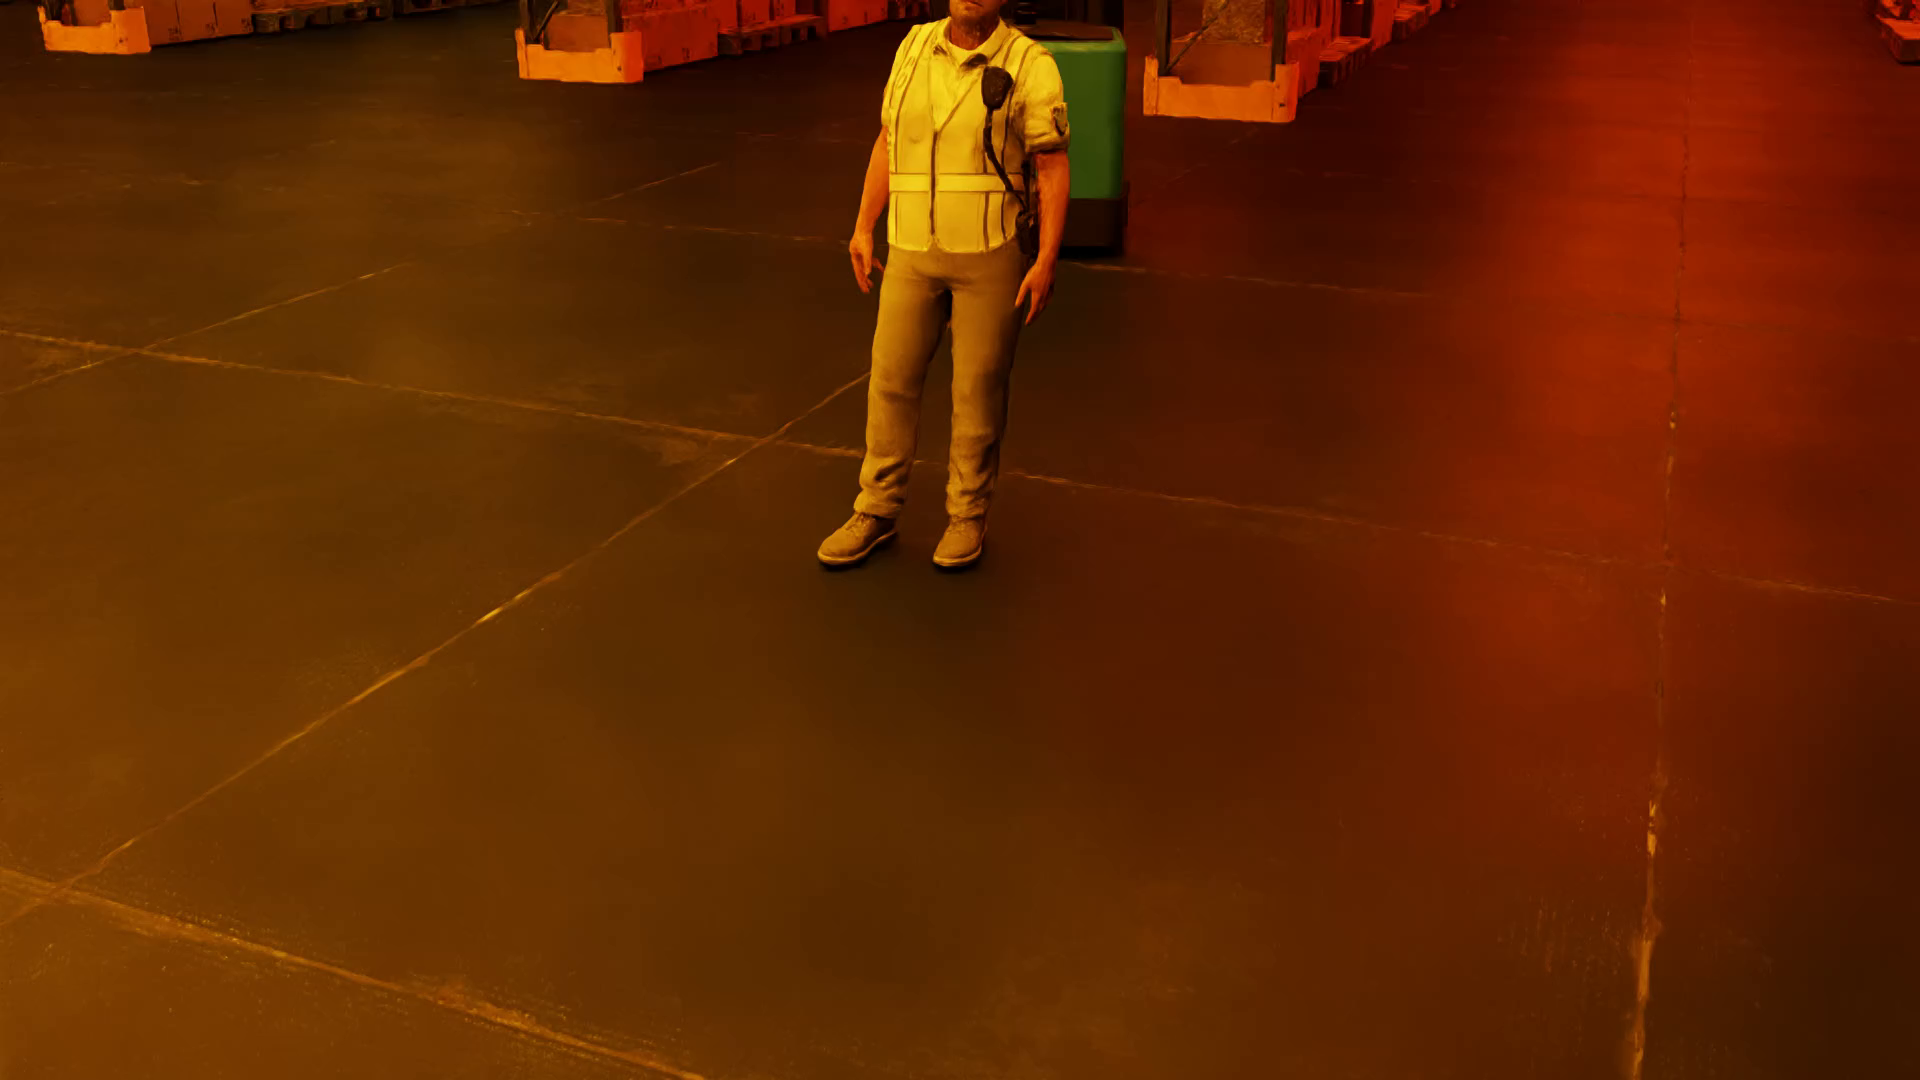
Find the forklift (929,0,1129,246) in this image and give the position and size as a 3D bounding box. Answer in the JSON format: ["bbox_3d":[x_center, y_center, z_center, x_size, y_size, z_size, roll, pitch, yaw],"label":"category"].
[{"bbox_3d":[0.379,-3.380,9.378,1.130,2.935,3.031,1,23,2],"label":"forklift"}]

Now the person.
[{"bbox_3d":[-0.041,-0.802,4.684,0.640,1.778,0.574,9,24,21],"label":"person"}]
